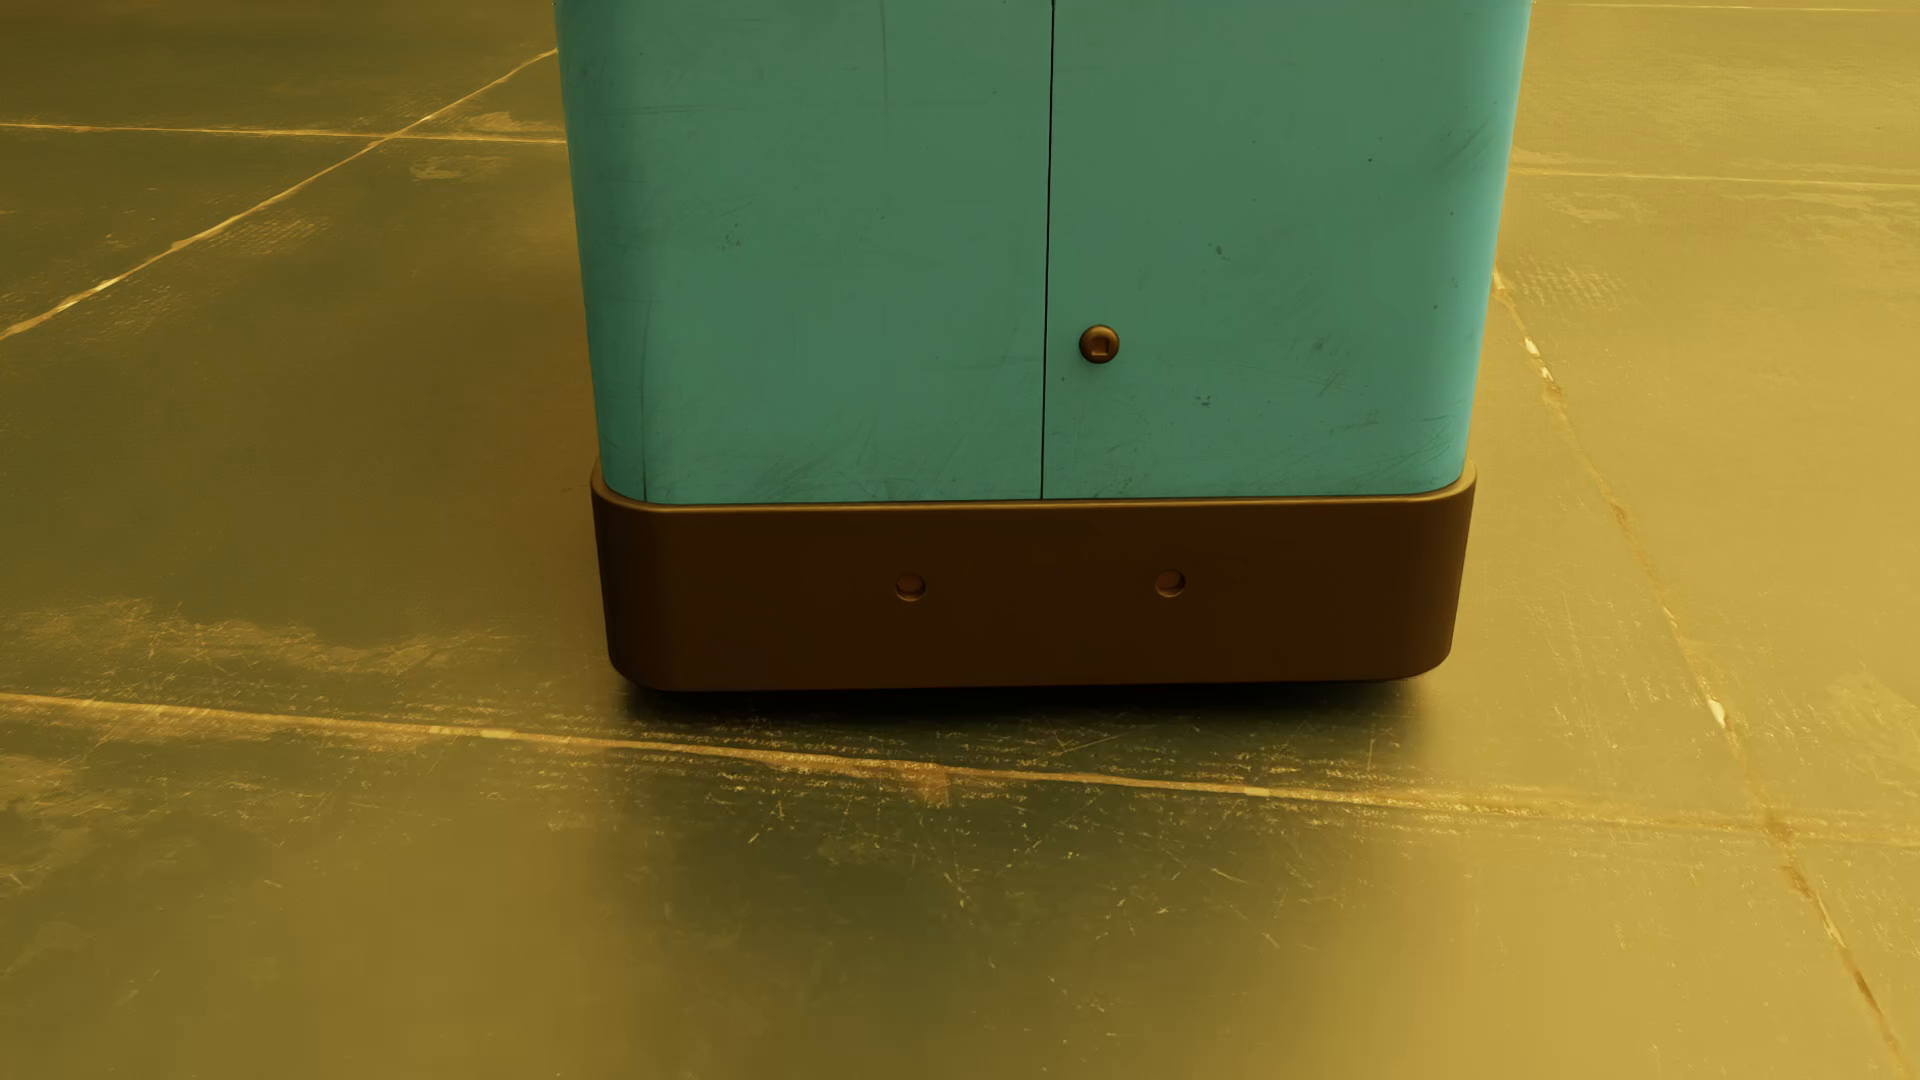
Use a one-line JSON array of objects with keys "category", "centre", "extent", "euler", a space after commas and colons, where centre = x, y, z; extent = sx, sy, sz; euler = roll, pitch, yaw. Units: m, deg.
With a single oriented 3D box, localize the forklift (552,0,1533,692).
[{"category": "forklift", "centre": [0.044, -1.748, 2.720], "extent": [1.130, 2.935, 3.031], "euler": [-1, 27, -2]}]
